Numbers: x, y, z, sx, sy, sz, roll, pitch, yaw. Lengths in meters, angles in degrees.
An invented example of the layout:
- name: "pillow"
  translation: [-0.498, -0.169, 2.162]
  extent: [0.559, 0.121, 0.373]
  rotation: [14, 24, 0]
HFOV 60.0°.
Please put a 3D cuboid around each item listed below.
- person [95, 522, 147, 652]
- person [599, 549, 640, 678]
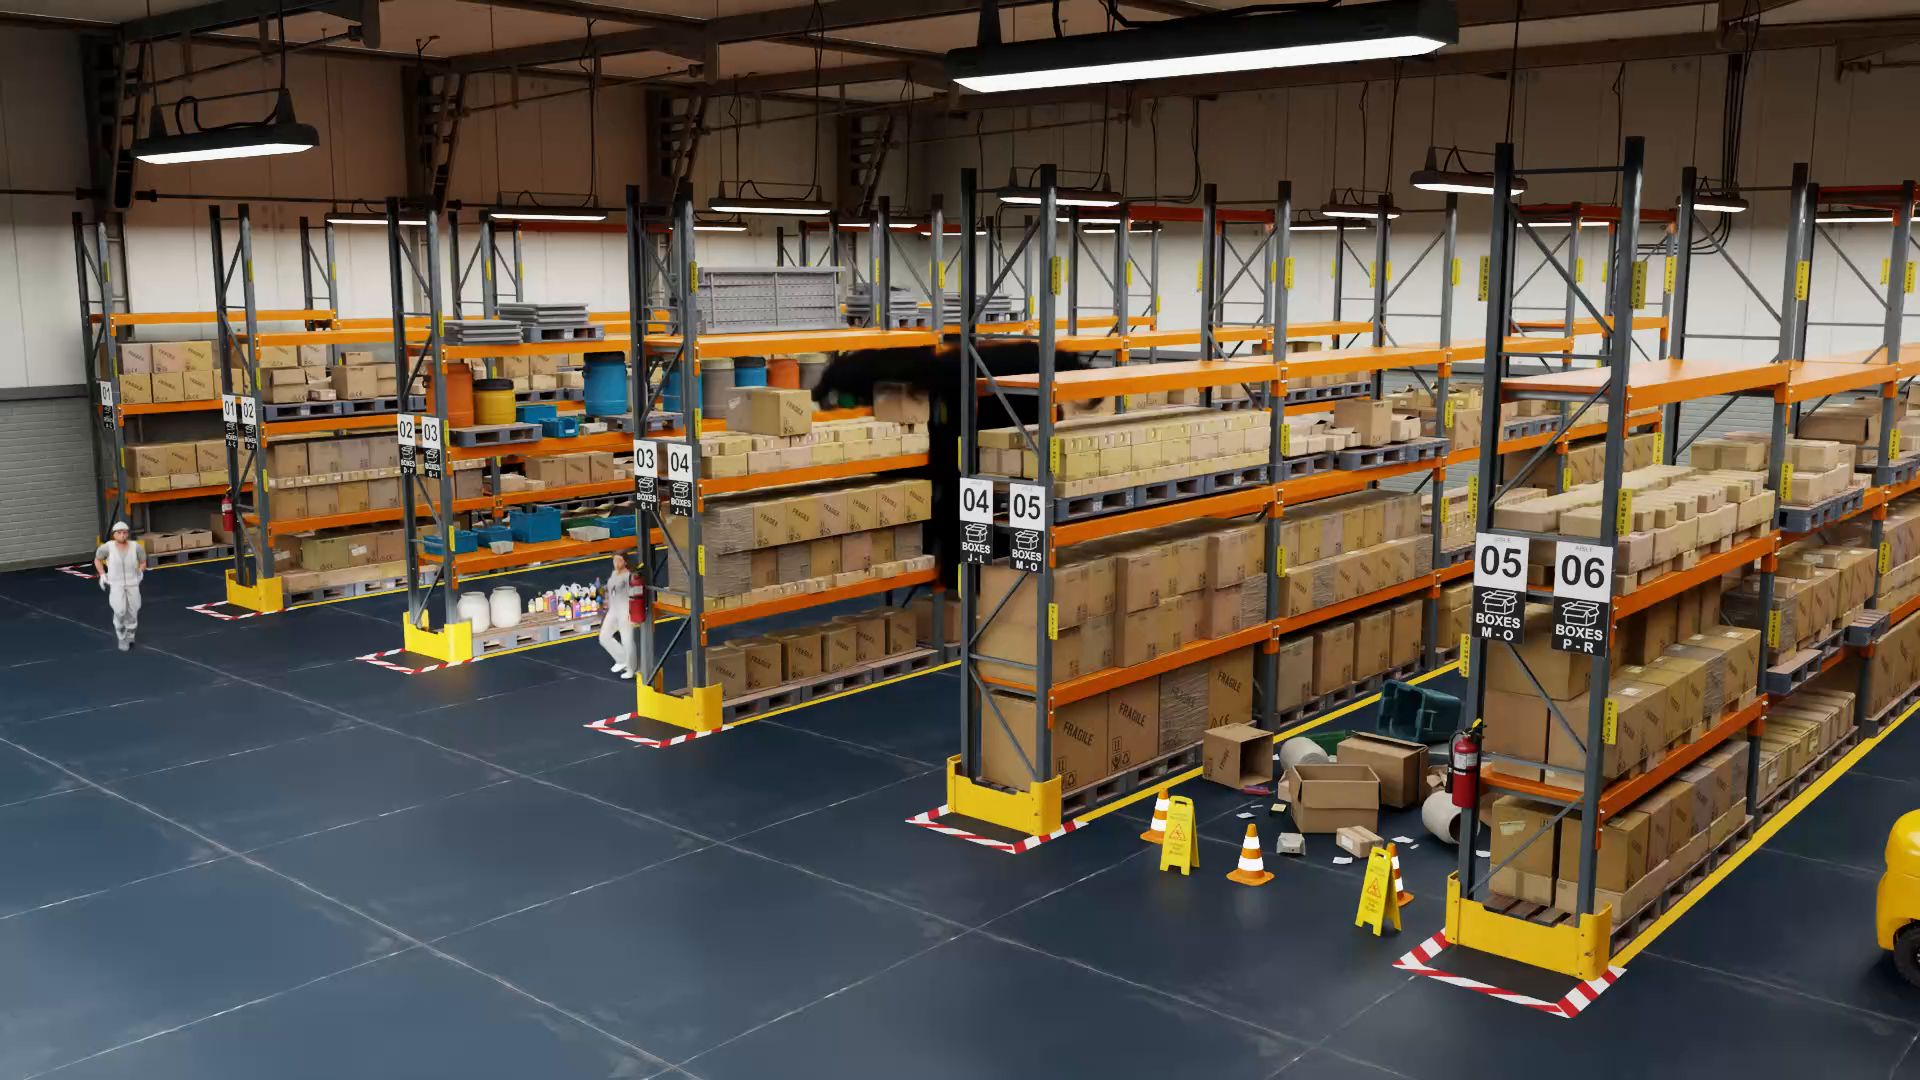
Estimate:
- name: "person"
  translation: [-11.215, 0.623, 22.306]
  extent: [0.609, 1.772, 0.775]
  rotation: [-6, 11, -33]
- name: "person"
  translation: [-4.203, 0.917, 20.685]
  extent: [0.550, 1.651, 0.498]
  rotation: [8, 12, 40]
